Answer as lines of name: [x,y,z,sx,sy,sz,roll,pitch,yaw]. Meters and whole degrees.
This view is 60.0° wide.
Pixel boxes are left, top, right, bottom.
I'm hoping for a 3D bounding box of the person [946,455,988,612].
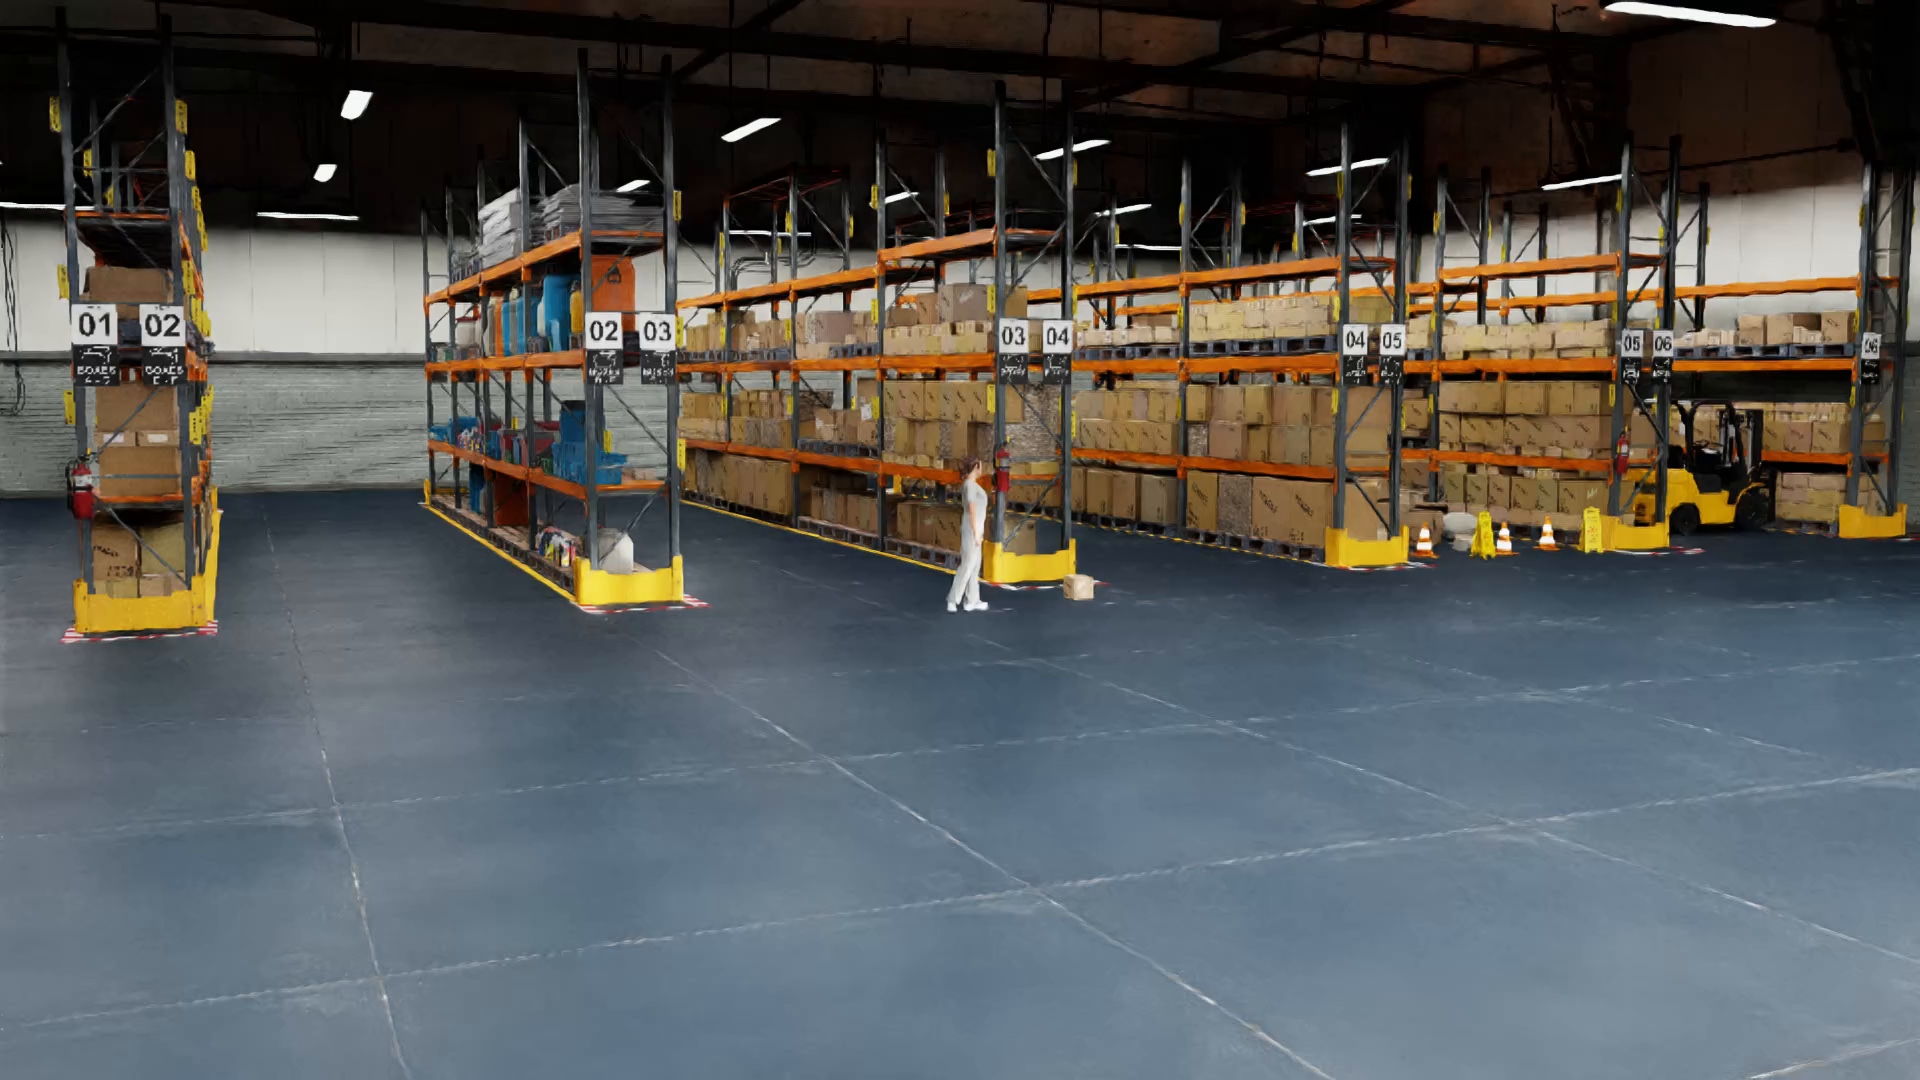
person: [0.077,-0.067,17.682,0.460,1.670,0.625,0,5,-1]
